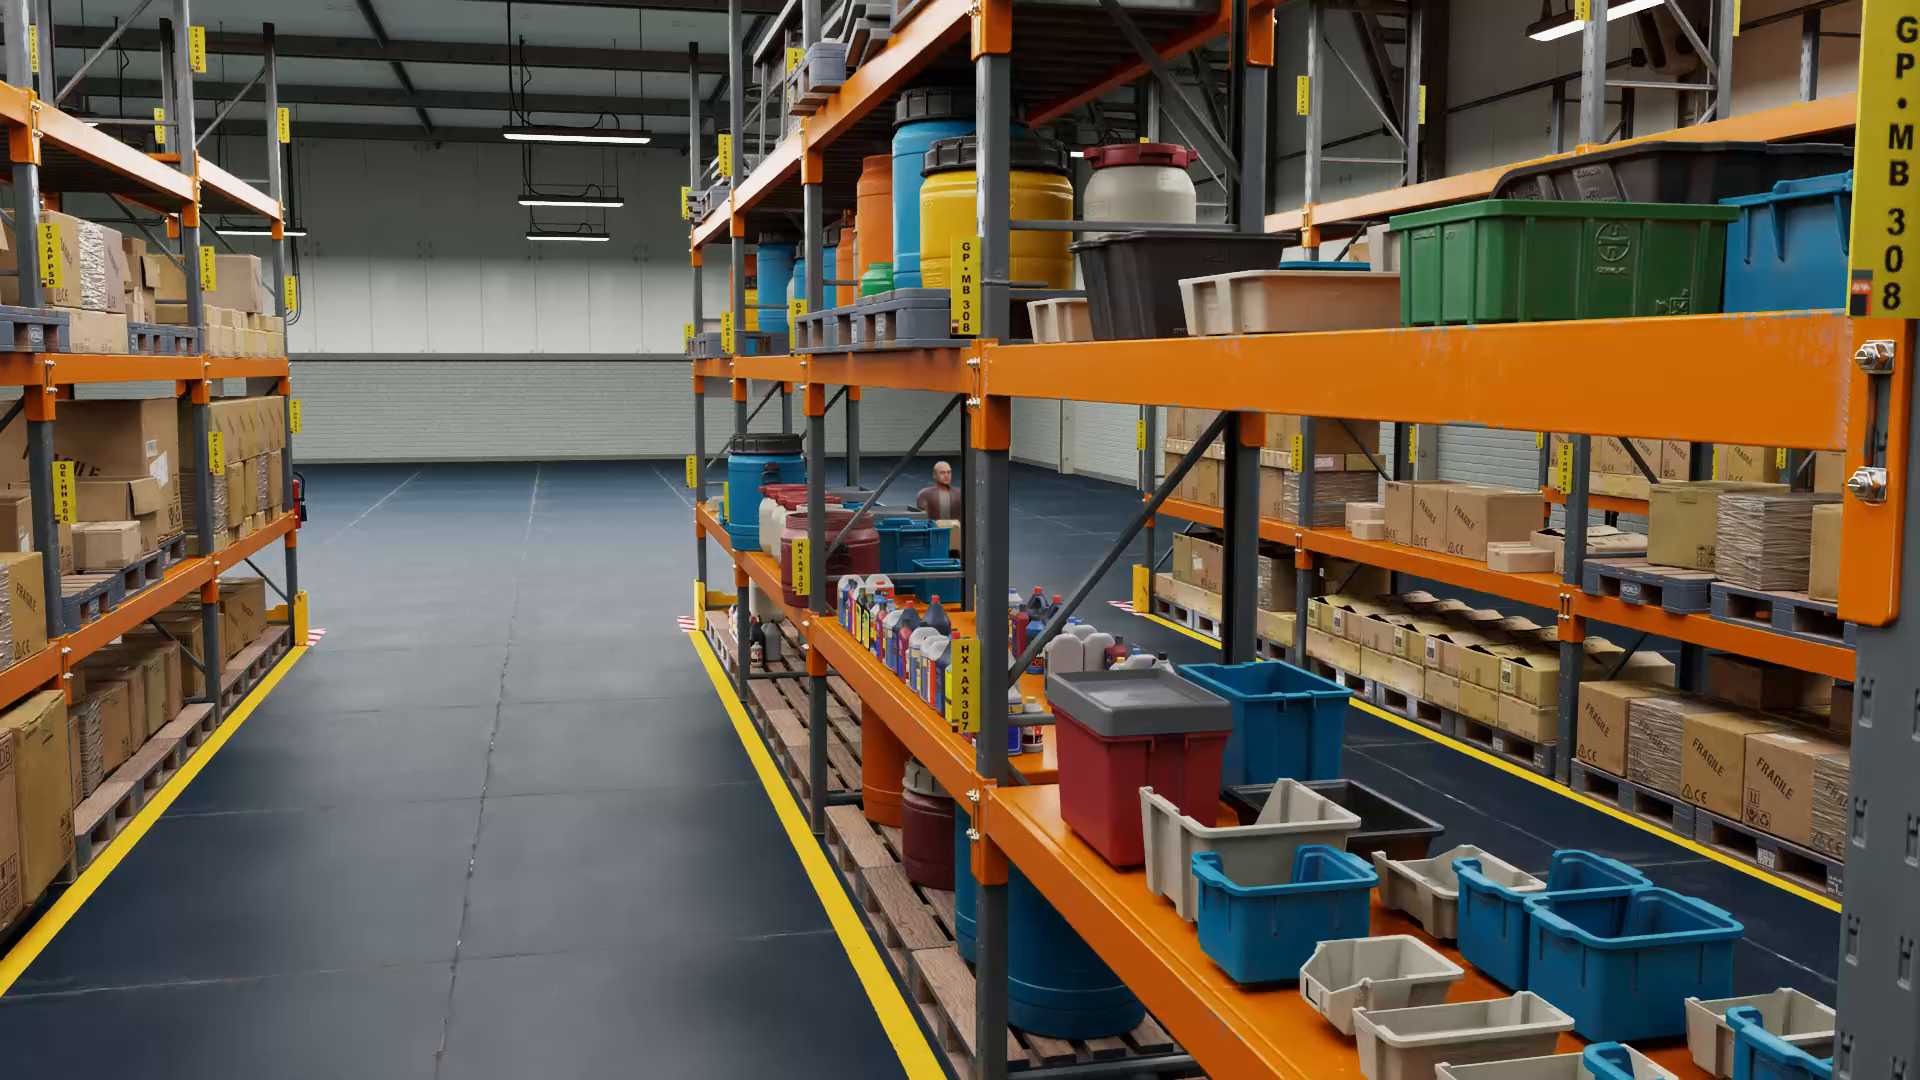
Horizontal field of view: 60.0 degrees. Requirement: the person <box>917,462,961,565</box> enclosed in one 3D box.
[{"bbox_3d":[-0.152,0.110,16.722,0.530,1.770,0.555,-1,6,-13],"label":"person"}]
